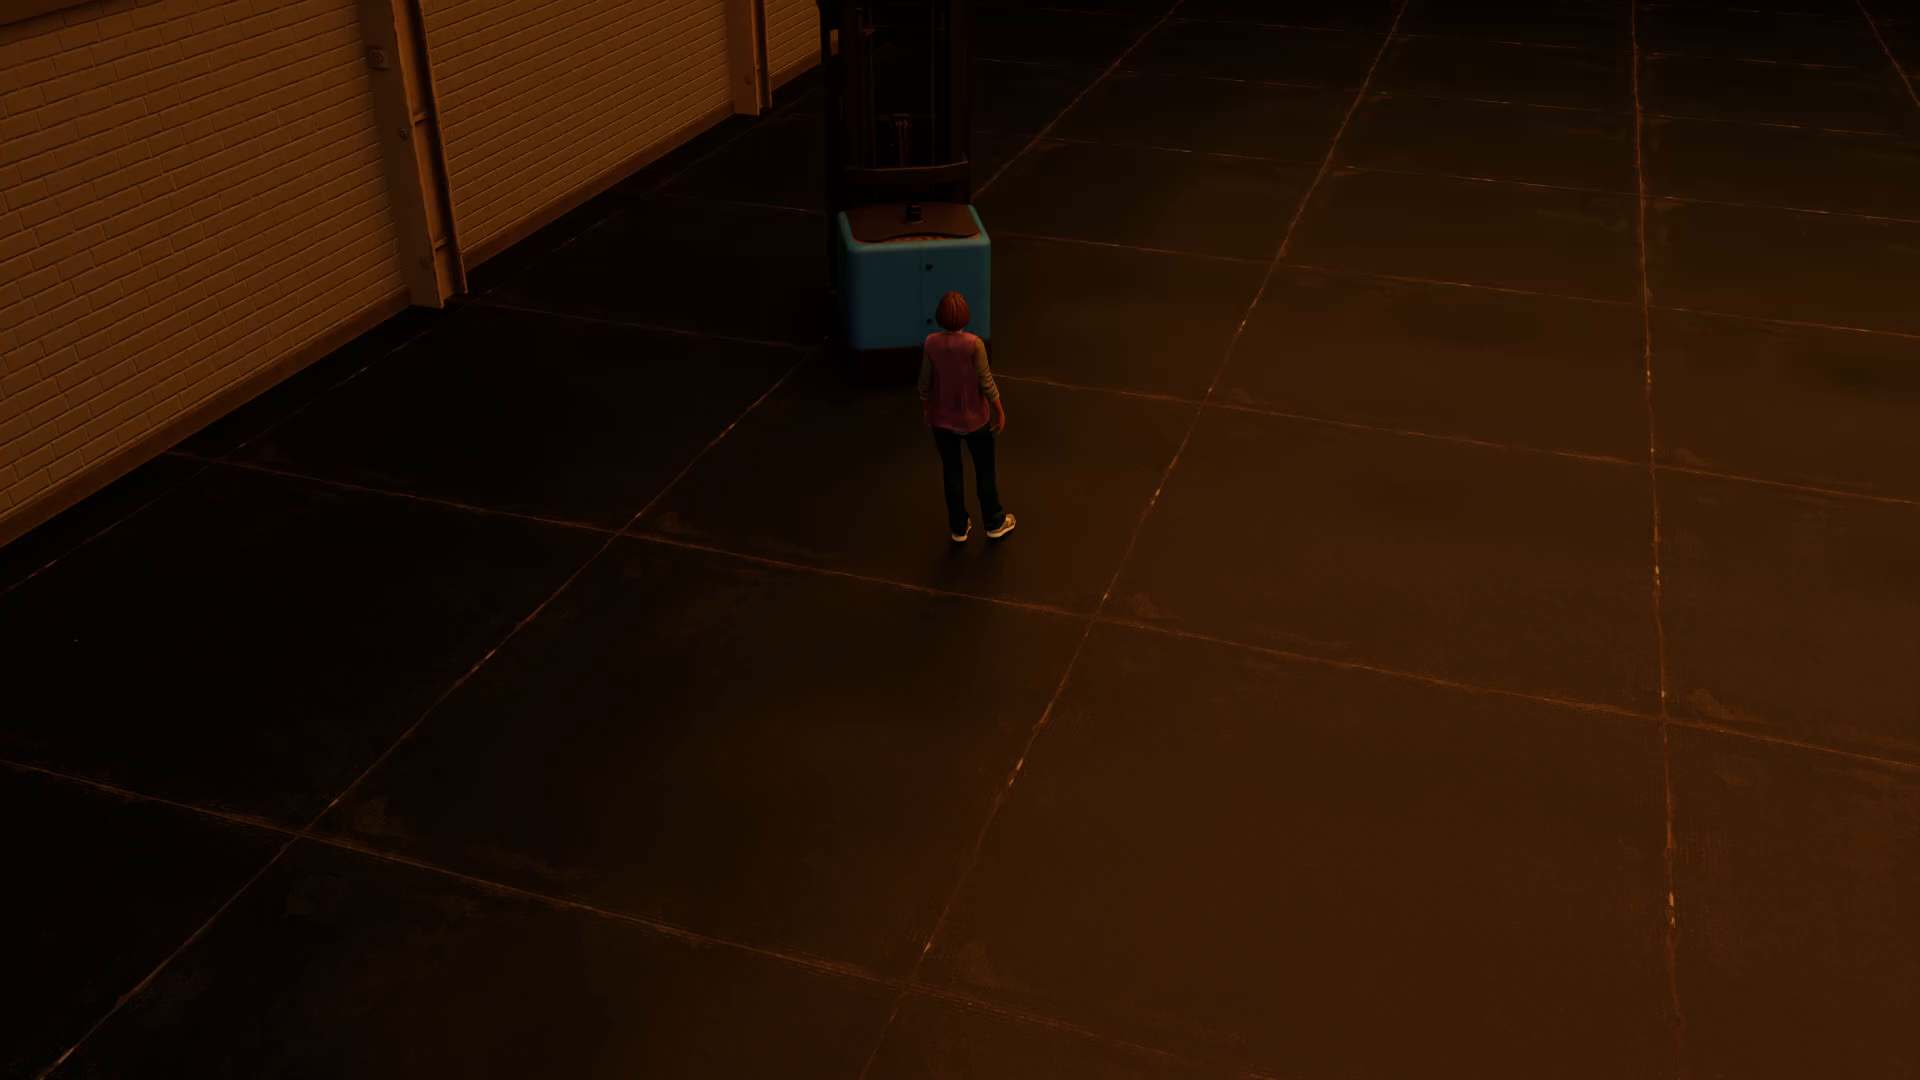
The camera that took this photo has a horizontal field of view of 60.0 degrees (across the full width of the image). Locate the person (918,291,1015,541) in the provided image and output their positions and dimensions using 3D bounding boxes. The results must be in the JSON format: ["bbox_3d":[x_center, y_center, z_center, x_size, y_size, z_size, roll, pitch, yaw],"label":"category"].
[{"bbox_3d":[0.038,-0.723,9.760,0.520,1.576,0.473,10,31,16],"label":"person"}]

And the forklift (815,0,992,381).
[{"bbox_3d":[-0.505,-3.131,12.629,1.130,2.935,3.031,-4,30,-8],"label":"forklift"}]
